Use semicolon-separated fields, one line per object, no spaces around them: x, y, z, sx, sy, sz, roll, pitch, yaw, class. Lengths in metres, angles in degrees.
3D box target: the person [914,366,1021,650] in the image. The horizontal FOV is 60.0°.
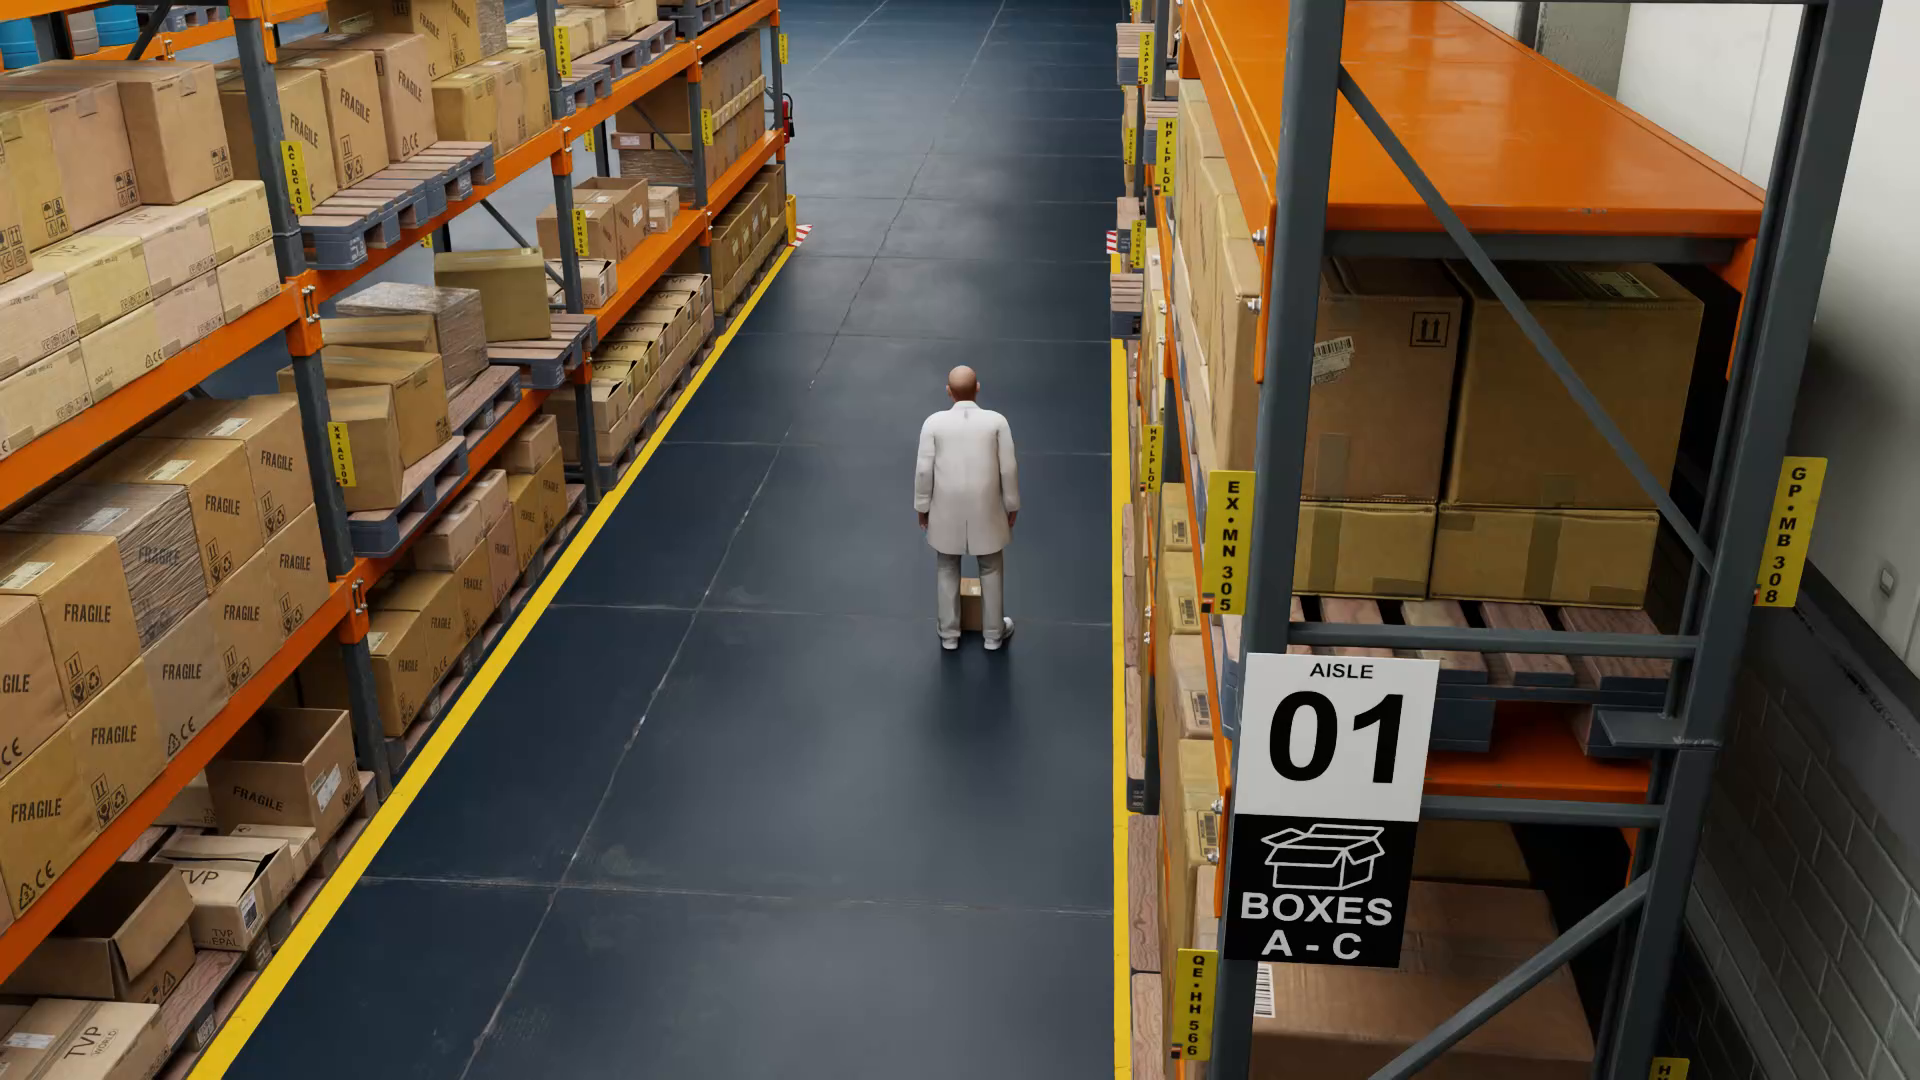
0.043;-0.169;10.045;0.645;1.735;0.430;0;24;1;person
